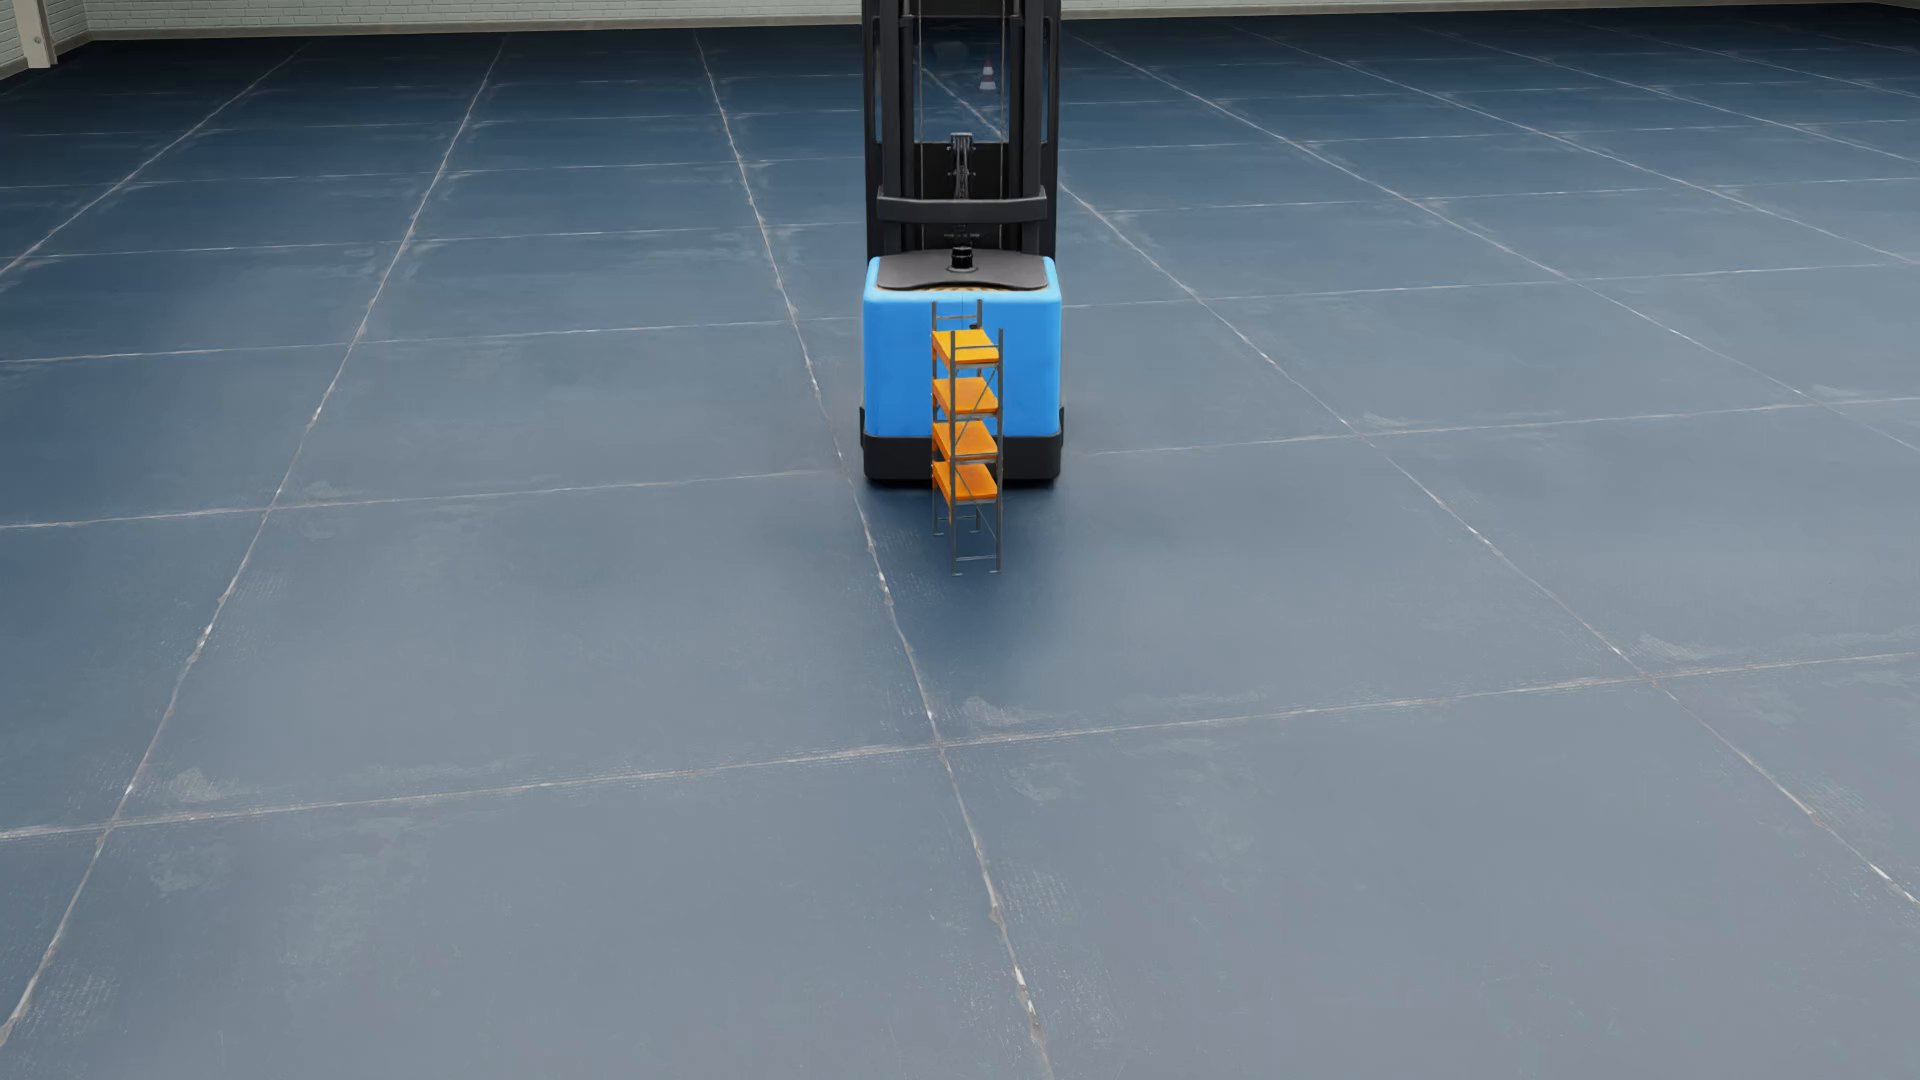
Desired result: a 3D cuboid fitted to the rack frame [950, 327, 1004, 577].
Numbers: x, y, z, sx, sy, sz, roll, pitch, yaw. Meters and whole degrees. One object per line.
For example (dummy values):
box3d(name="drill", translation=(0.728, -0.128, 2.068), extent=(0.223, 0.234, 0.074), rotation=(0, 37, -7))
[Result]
box3d(name="rack frame", translation=(0.076, -0.389, 7.641), extent=(0.240, 1.200, 0.015), rotation=(-4, 24, -10))

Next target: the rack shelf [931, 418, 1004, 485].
box3d(name="rack shelf", translation=(0.031, -0.423, 7.888), extent=(0.258, 0.148, 0.480), rotation=(-4, 24, -10))

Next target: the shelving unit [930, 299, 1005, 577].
box3d(name="shelving unit", translation=(0.031, -0.485, 7.861), extent=(0.258, 1.200, 0.503), rotation=(-4, 24, -10))

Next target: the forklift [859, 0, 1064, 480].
box3d(name="forklift", translation=(0.006, -2.203, 9.631), extent=(1.130, 2.935, 3.031), rotation=(0, 24, 0))

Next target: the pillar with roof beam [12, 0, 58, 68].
box3d(name="pillar with roof beam", translation=(-8.881, -11.216, 22.687), extent=(9.100, 9.000, 0.400), rotation=(-4, 24, -10))

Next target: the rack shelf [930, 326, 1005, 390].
box3d(name="rack shelf", translation=(0.031, -0.845, 7.703), extent=(0.258, 0.148, 0.480), rotation=(-4, 24, -10))

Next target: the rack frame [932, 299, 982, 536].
box3d(name="rack frame", translation=(-0.015, -0.581, 8.081), extent=(0.240, 1.200, 0.015), rotation=(-4, 24, -10))

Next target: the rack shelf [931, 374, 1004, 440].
box3d(name="rack shelf", translation=(0.031, -0.628, 7.798), extent=(0.258, 0.148, 0.480), rotation=(-4, 24, -10))

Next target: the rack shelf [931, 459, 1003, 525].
box3d(name="rack shelf", translation=(0.031, -0.241, 7.967), extent=(0.258, 0.148, 0.480), rotation=(-4, 24, -10))
